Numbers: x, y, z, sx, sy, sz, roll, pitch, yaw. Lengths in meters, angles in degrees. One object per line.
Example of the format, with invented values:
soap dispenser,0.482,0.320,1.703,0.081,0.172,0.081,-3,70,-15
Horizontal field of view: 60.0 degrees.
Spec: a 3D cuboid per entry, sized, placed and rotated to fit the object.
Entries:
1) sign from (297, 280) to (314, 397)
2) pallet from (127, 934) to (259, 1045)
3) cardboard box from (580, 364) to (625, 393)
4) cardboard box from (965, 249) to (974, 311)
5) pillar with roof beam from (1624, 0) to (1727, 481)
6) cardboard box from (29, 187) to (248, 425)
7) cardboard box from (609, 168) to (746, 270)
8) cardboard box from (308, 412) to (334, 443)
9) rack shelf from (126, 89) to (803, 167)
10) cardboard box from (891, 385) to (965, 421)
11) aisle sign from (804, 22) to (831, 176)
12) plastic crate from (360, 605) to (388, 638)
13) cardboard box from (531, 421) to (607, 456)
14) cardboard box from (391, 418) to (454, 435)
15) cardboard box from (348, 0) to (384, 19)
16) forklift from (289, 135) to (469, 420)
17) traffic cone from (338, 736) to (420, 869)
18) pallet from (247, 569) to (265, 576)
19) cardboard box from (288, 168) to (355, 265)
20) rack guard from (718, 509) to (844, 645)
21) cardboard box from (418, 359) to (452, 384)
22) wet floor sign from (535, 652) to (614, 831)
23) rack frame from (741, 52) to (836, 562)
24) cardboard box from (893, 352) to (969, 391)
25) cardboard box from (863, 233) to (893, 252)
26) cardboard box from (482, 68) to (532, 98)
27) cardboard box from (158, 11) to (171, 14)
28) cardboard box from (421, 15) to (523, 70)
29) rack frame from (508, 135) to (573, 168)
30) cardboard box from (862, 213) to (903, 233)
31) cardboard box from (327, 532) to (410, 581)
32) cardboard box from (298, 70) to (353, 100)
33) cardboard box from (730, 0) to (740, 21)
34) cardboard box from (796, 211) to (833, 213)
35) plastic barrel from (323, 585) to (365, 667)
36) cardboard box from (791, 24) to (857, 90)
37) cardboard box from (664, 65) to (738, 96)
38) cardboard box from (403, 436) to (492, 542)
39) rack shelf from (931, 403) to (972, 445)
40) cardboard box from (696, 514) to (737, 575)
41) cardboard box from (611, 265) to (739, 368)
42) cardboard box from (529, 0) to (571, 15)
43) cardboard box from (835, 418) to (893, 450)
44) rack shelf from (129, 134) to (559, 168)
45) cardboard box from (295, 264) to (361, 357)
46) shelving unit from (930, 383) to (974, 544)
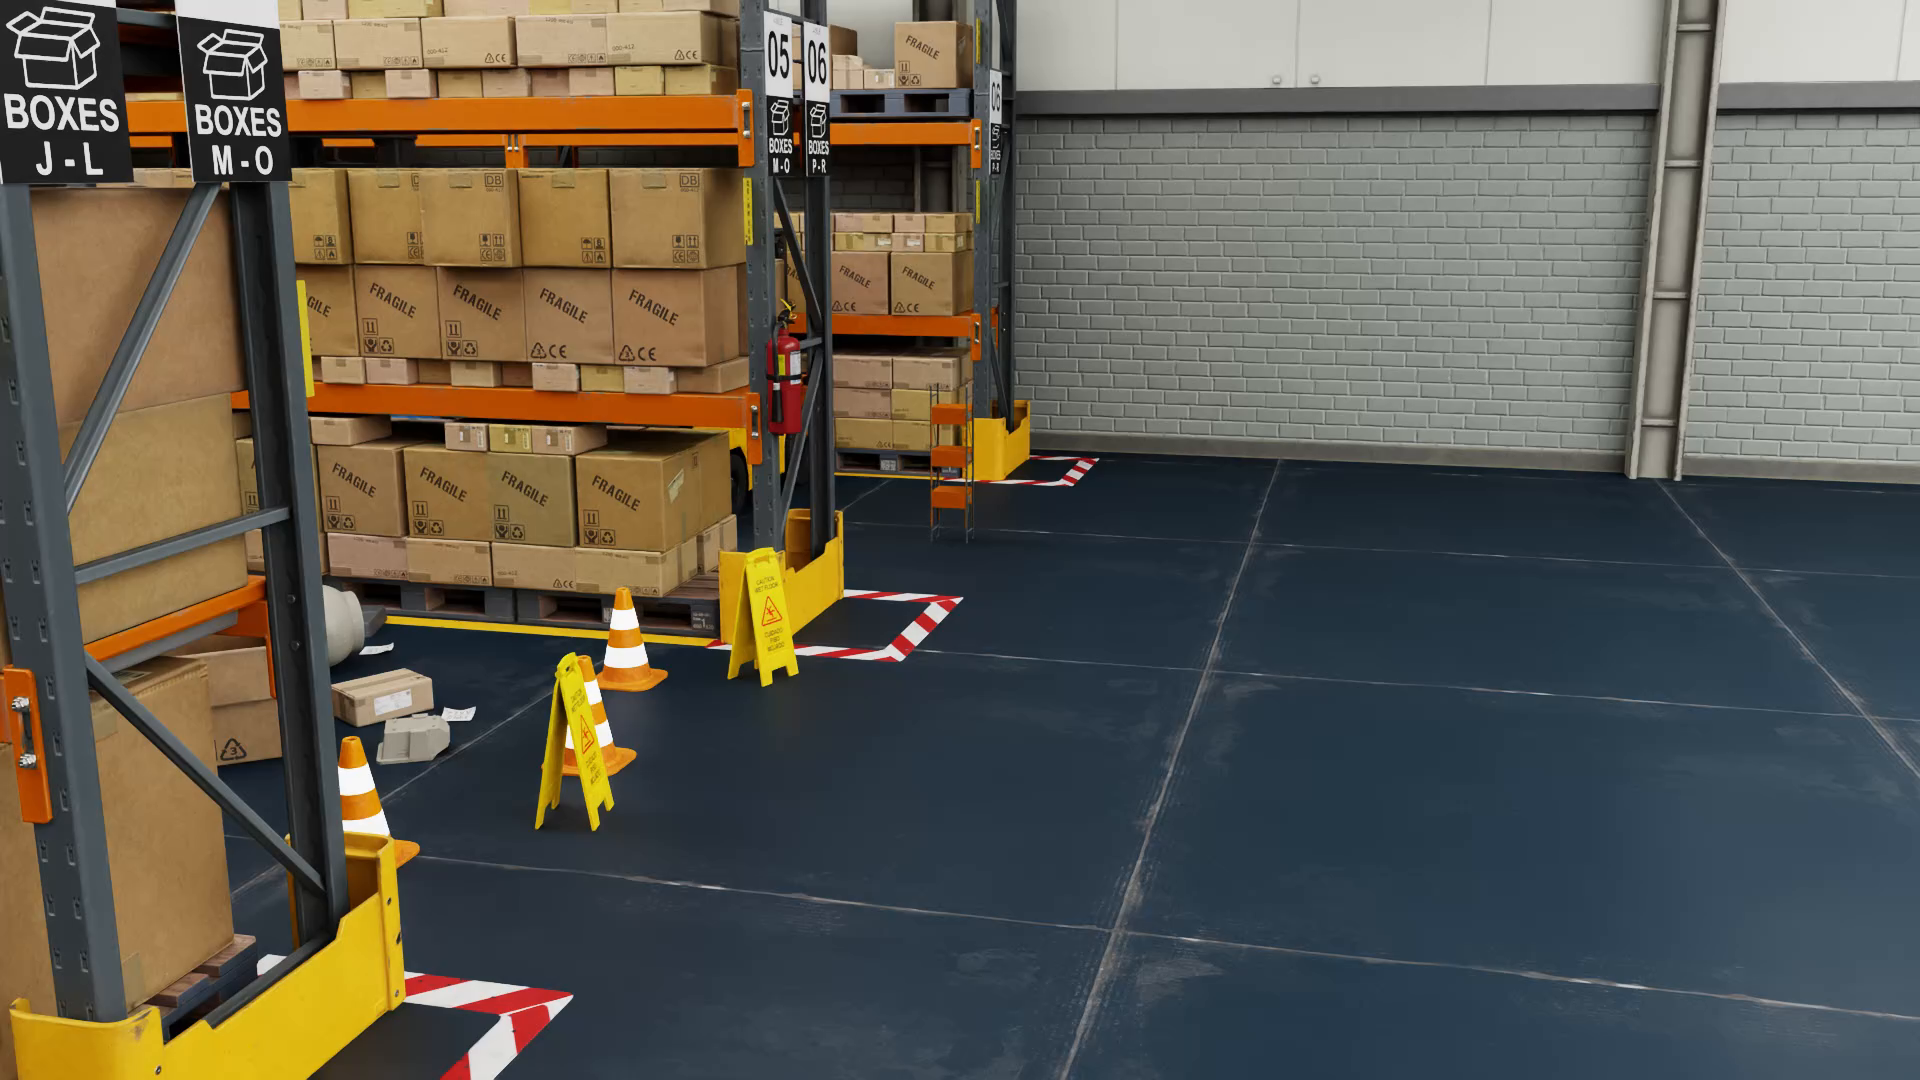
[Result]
sign,-1.848,-0.558,4.642,0.005,0.325,0.100,3,13,14
pallet,-2.782,1.356,4.635,1.213,0.211,1.003,3,13,14
cardboard box,-1.830,-0.886,8.882,0.250,0.149,0.380,3,13,13
cardboard box,-0.128,-2.203,14.009,0.500,0.500,0.500,3,13,15
pillar with roof beam,4.620,-4.008,8.525,0.400,9.000,9.100,3,13,14
cardboard box,-2.338,-0.608,4.210,0.550,0.550,0.875,3,13,14
cardboard box,-1.447,-1.689,8.697,0.500,0.500,0.700,3,13,12
cardboard box,-3.668,-0.647,9.373,0.250,0.149,0.380,4,13,16
rack shelf,-2.841,-2.244,9.156,4.000,0.370,1.077,3,13,14
cardboard box,-0.261,-1.137,13.657,0.500,0.250,0.500,3,13,13
aisle sign,-0.765,-2.358,8.933,0.004,0.787,0.394,3,13,14
plastic crate,-3.455,0.445,9.043,0.583,0.080,0.402,-1,13,-6
cardboard box,-2.112,-0.564,8.999,0.250,0.149,0.380,3,13,15
cardboard box,-3.154,-0.436,9.923,0.500,0.500,0.500,4,13,17
cardboard box,-3.026,-2.817,8.819,0.250,0.149,0.380,3,13,15
forklift,-4.458,-1.897,13.019,1.130,2.935,3.031,1,13,3
traffic cone,-2.162,0.932,5.965,0.334,0.463,0.336,3,13,14
pallet,-4.122,0.155,10.050,1.213,0.211,1.003,3,13,14
cardboard box,-3.436,-1.785,9.128,0.500,0.500,0.700,3,13,12
rack guard,-0.973,0.190,9.224,0.348,0.500,1.175,3,13,14
cardboard box,-2.793,-0.962,9.223,0.250,0.149,0.380,3,13,14
wet floor sign,-1.485,0.754,6.345,0.232,0.644,0.267,1,13,4
rack frame,-0.899,-1.027,8.935,0.127,3.000,1.000,3,13,14
cardboard box,-0.235,-1.380,13.597,0.500,0.250,0.500,4,13,15
cardboard box,-0.610,-2.428,13.526,0.250,0.149,0.380,3,13,15
cardboard box,-2.295,-2.385,8.713,0.250,0.149,0.380,3,13,13
cardboard box,-4.296,-2.873,9.071,0.250,0.149,0.380,3,13,15
cardboard box,-2.454,-2.585,8.694,0.500,0.250,0.500,3,13,15
rack frame,-3.597,-2.278,14.577,0.127,3.000,1.000,3,13,14
cardboard box,-0.619,-2.570,13.476,0.250,0.149,0.380,3,13,15
cardboard box,-3.238,0.043,9.494,0.500,0.250,0.500,3,13,13
cardboard box,-3.308,-2.423,8.883,0.250,0.149,0.380,3,13,12
cardboard box,-1.195,-2.819,8.828,0.250,0.149,0.380,3,13,13
cardboard box,-1.224,-2.734,14.215,0.250,0.149,0.380,3,13,12
plastic barrel,-3.267,0.442,8.263,0.512,0.421,0.421,-9,15,-35
cardboard box,-1.172,-3.884,13.456,0.500,0.500,0.700,3,13,14
cardboard box,-1.313,-2.328,8.456,0.250,0.149,0.380,3,13,14
cardboard box,-2.735,-0.296,9.290,0.500,0.500,0.500,3,13,12
rack shelf,-0.052,-0.782,11.073,0.240,0.259,0.215,3,13,14
cardboard box,-1.616,0.011,9.639,0.500,0.250,0.500,3,13,13
cardboard box,-1.492,-1.191,8.758,0.500,0.500,0.500,3,13,13
cardboard box,-2.026,-2.768,8.598,0.250,0.149,0.380,3,13,14
cardboard box,-0.726,-0.919,13.829,0.500,0.250,0.500,3,13,14
rack shelf,-5.539,-3.495,14.797,4.000,0.370,1.077,3,13,14
cardboard box,-3.445,-1.297,9.236,0.500,0.500,0.500,3,13,13
shelving unit,-0.052,-0.515,11.133,0.252,1.050,0.215,3,13,14
